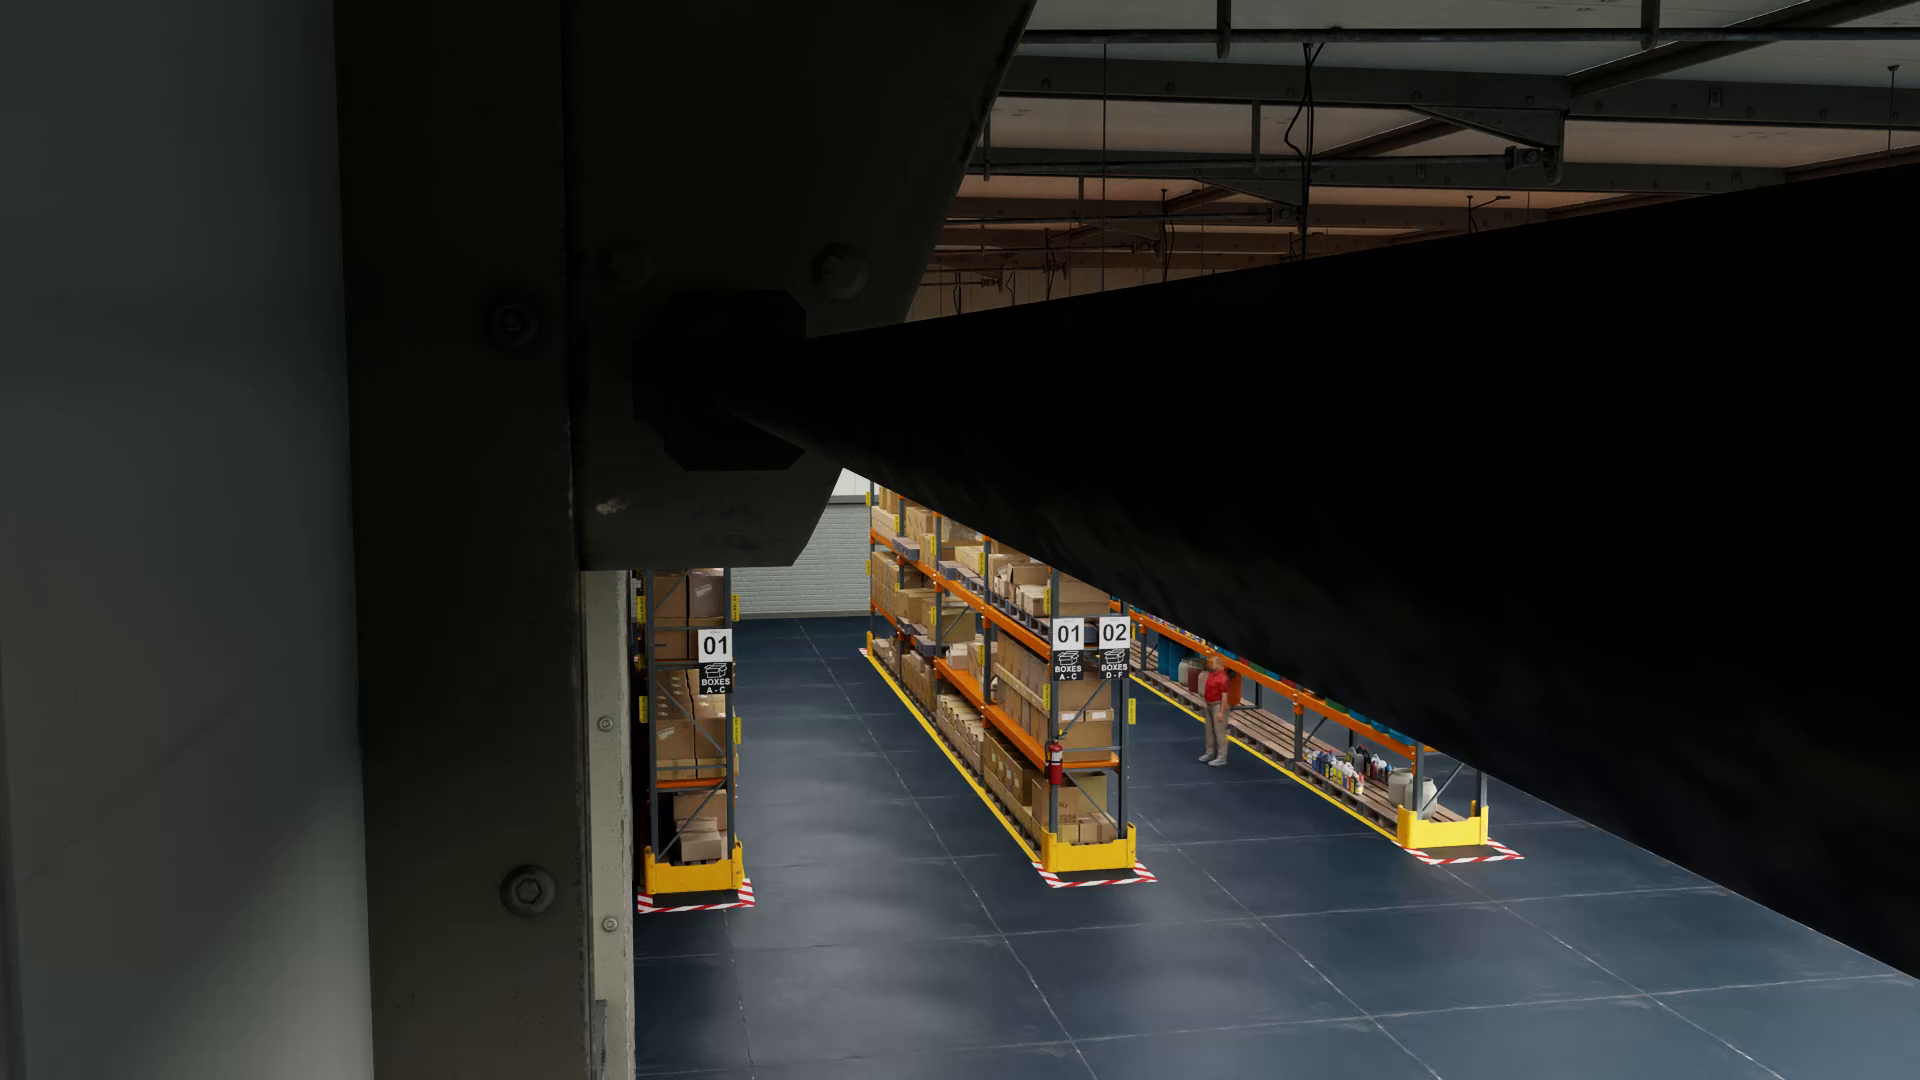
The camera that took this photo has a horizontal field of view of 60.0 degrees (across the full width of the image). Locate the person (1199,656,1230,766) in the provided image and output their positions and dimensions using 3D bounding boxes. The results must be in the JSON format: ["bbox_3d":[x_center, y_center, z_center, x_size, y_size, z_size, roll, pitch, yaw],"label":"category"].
[{"bbox_3d":[4.064,2.698,26.509,0.425,1.727,0.594,-2,6,-17],"label":"person"}]
